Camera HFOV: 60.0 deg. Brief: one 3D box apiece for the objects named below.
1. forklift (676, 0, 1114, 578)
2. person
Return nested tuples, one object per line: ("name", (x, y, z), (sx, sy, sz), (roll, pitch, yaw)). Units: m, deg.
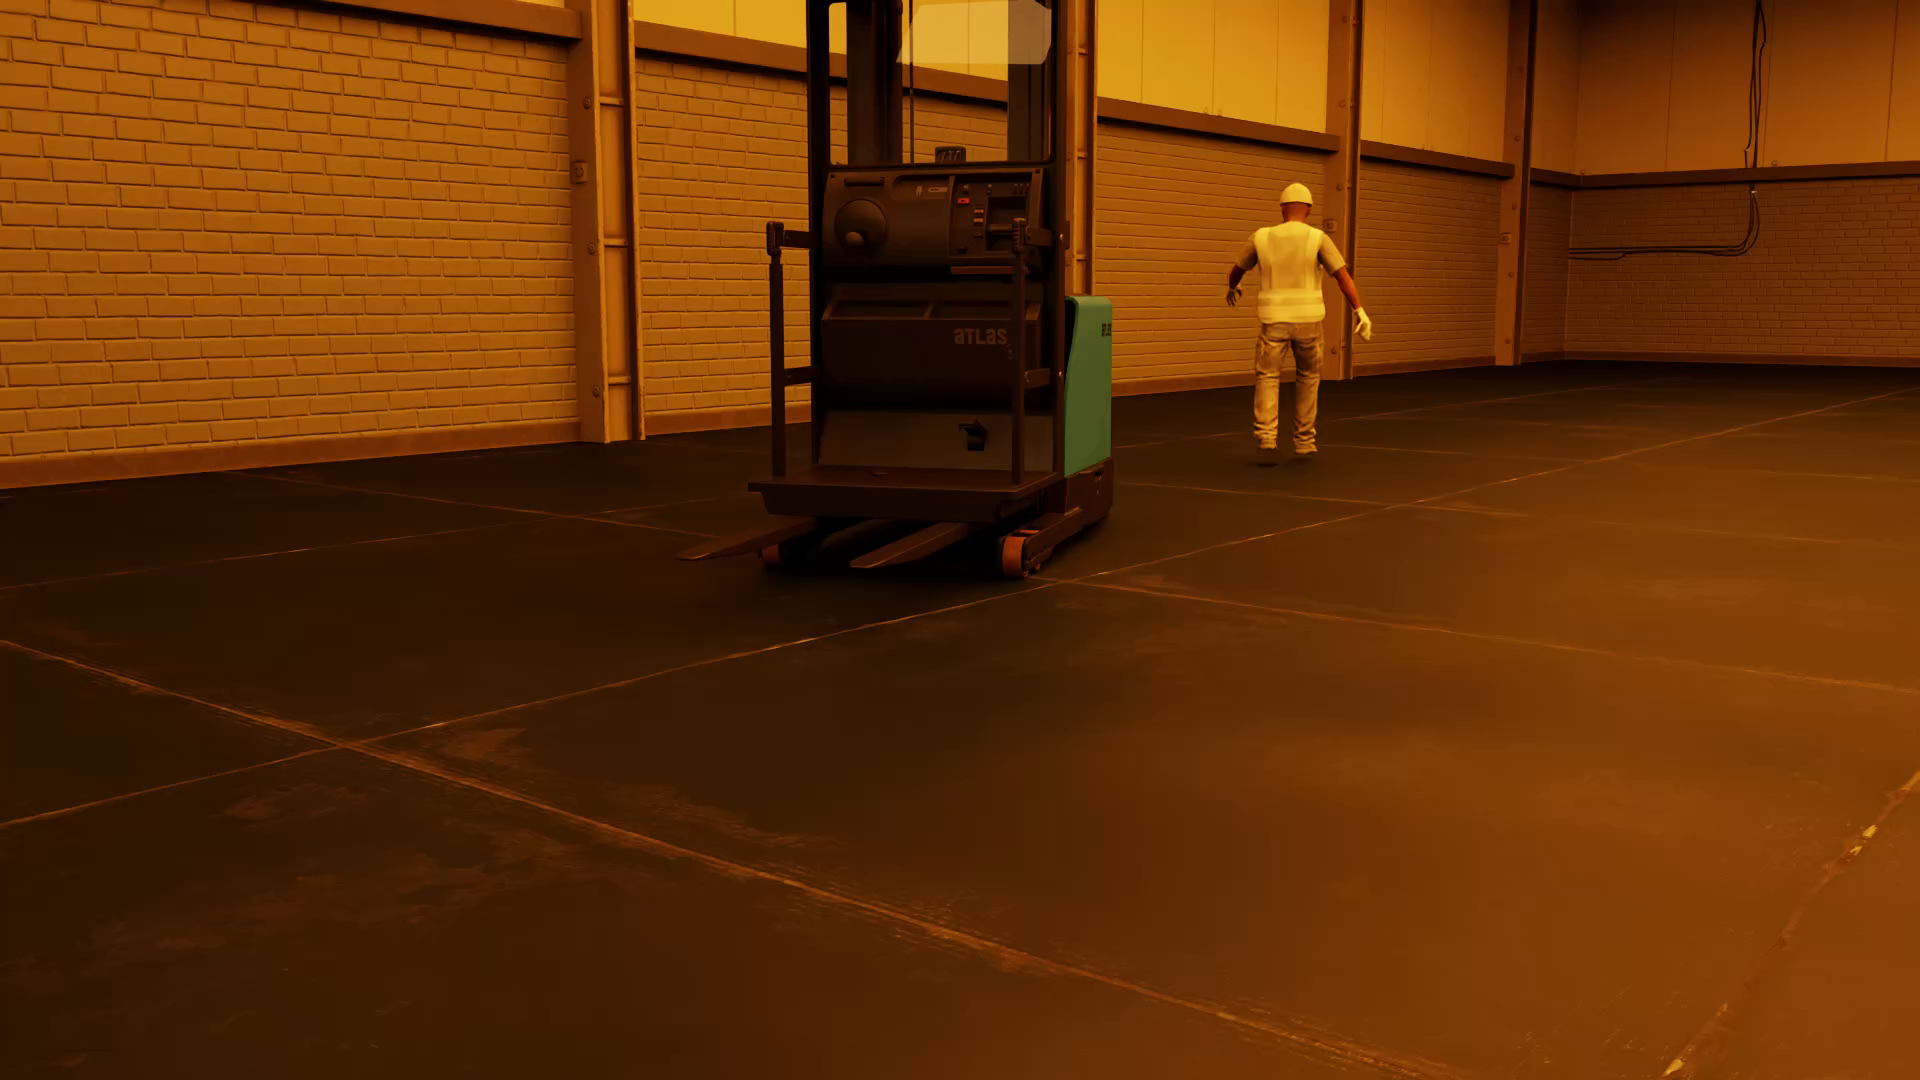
("forklift", (-0.176, -1.366, 6.616), (1.130, 2.935, 3.031), (3, 9, 17))
("person", (2.174, -1.424, 10.788), (0.991, 1.748, 0.759), (3, 9, 18))
